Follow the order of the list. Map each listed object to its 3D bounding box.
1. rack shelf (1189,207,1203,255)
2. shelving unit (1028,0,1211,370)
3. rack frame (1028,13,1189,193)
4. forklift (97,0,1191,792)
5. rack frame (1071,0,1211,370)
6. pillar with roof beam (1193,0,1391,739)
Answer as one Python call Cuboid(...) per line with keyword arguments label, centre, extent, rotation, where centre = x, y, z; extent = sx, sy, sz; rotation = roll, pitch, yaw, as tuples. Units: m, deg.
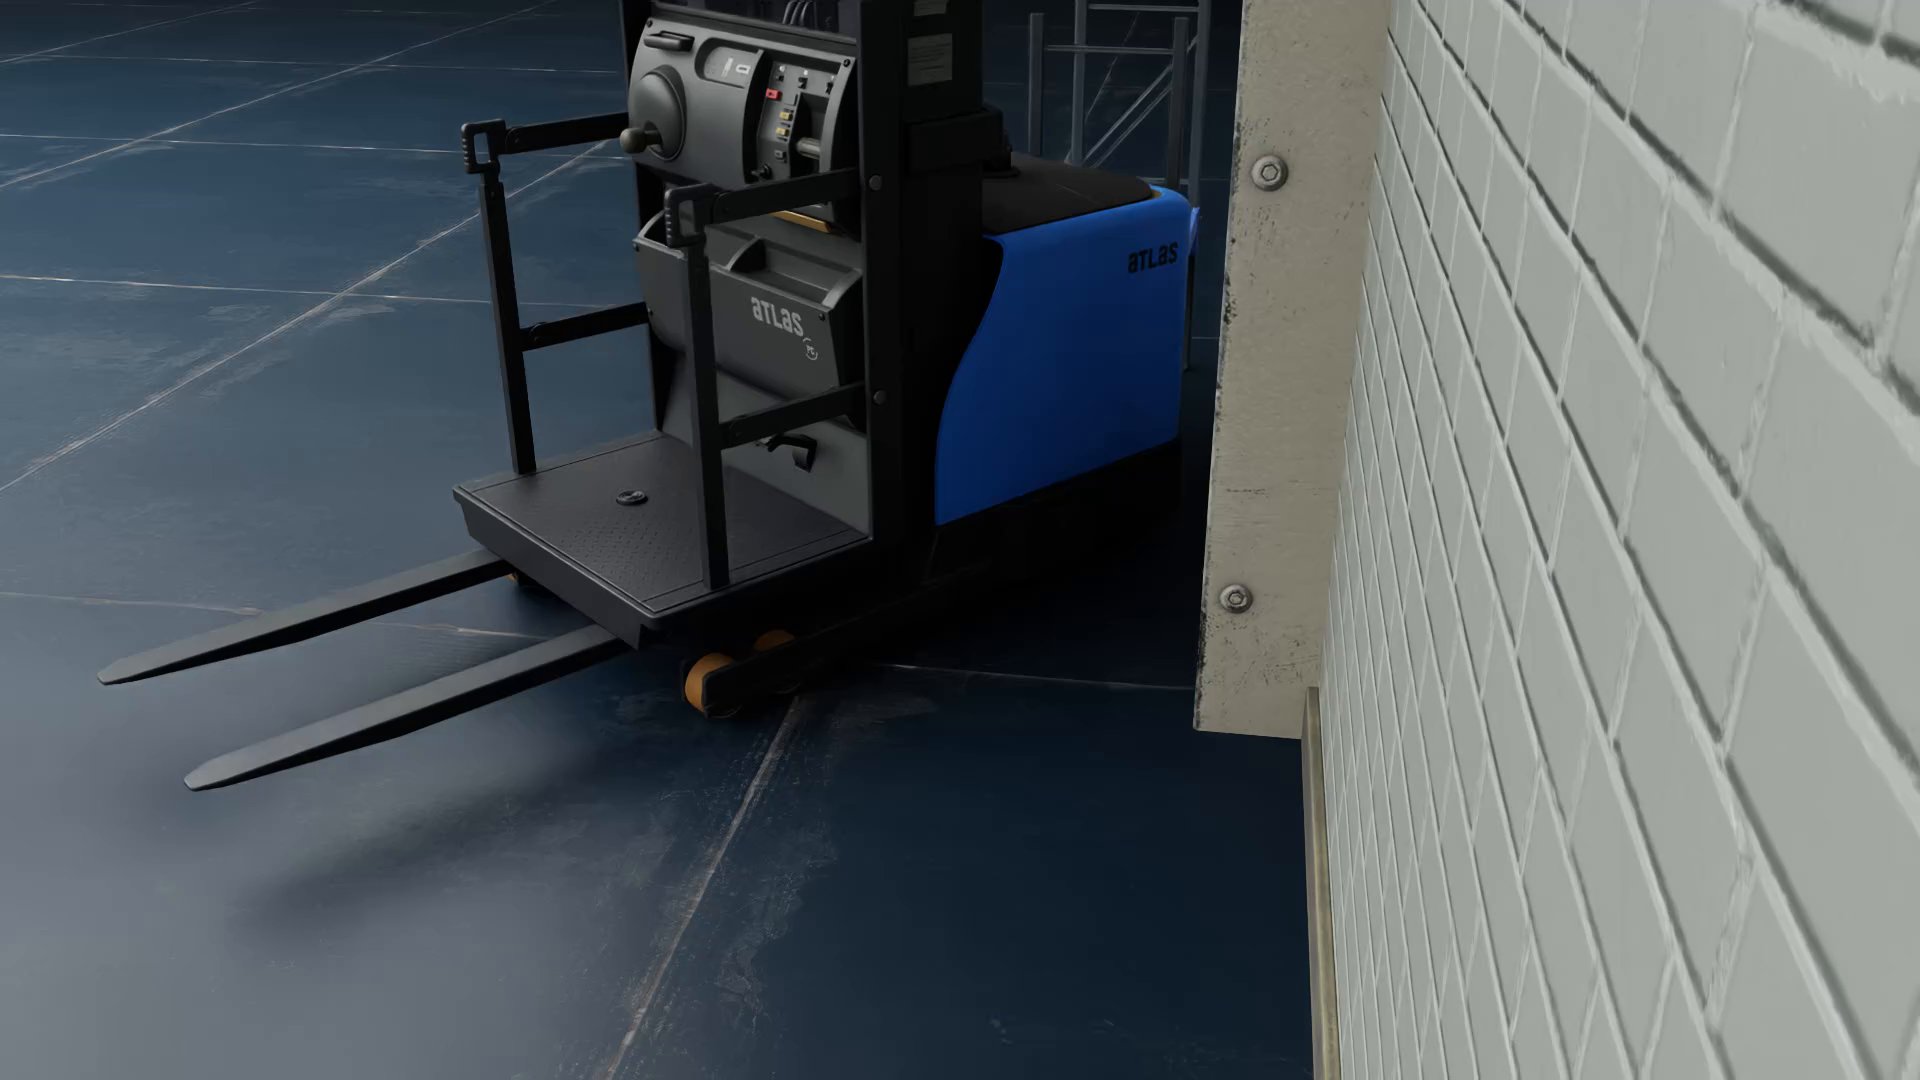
Cuboid(label="rack shelf", centre=(0.576, -1.022, 6.088), extent=(0.538, 0.185, 1.000), rotation=(5, 26, 11))
Cuboid(label="shelving unit", centre=(0.576, -1.185, 6.012), extent=(0.538, 1.500, 1.048), rotation=(5, 26, 11))
Cuboid(label="rack frame", centre=(0.471, -0.974, 5.561), extent=(0.500, 1.500, 0.032), rotation=(5, 26, 11))
Cuboid(label="forklift", centre=(-0.738, -1.119, 4.182), extent=(3.031, 2.935, 1.130), rotation=(-21, 32, -37))
Cuboid(label="rack frame", centre=(0.681, -1.396, 6.462), extent=(0.500, 1.500, 0.032), rotation=(5, 26, 11))
Cuboid(label="pillar with roof beam", centre=(-3.471, -3.965, 3.106), extent=(9.100, 9.000, 0.400), rotation=(4, 25, 9))
